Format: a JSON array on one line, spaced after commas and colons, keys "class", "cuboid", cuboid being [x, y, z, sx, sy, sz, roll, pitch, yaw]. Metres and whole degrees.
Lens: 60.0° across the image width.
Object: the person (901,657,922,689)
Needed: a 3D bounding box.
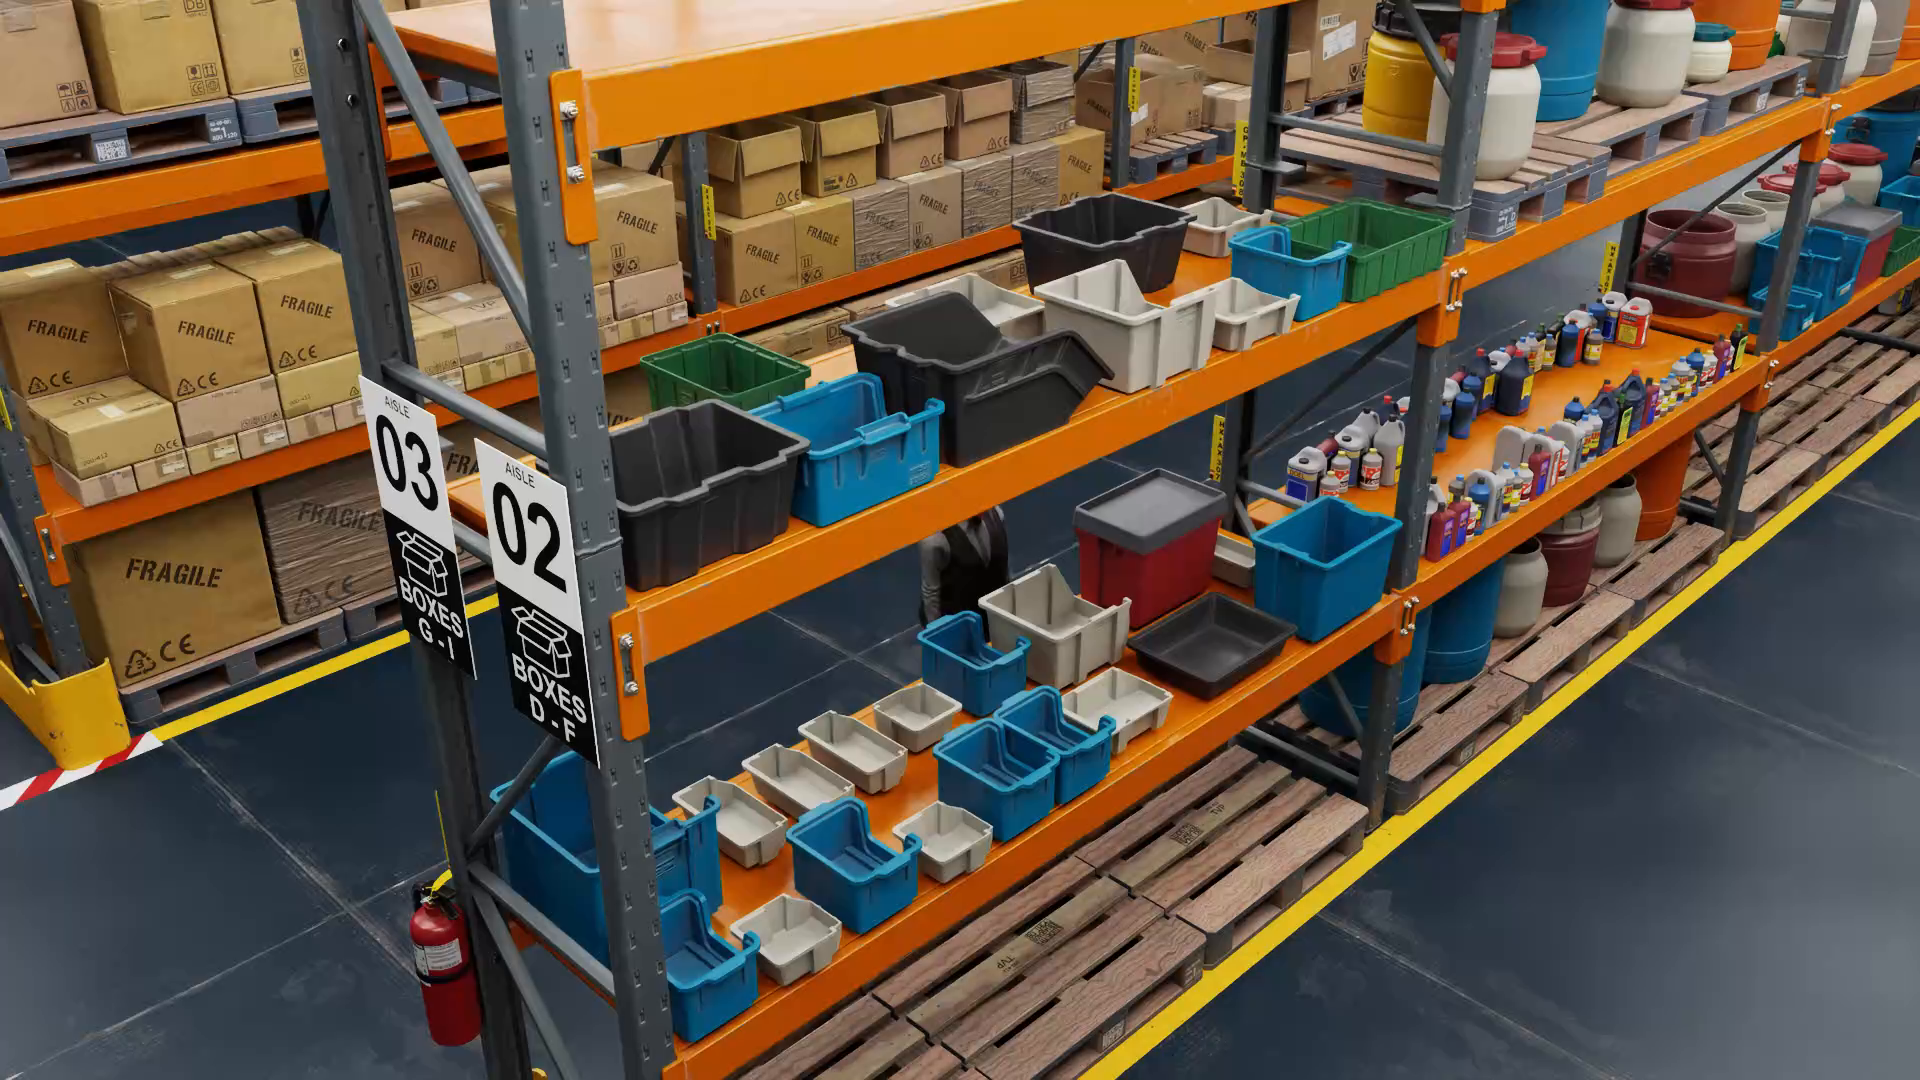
[{"class": "person", "cuboid": [0.156, 0.902, 7.973, 0.935, 0.792, 0.506, 23, 36, 37]}]
